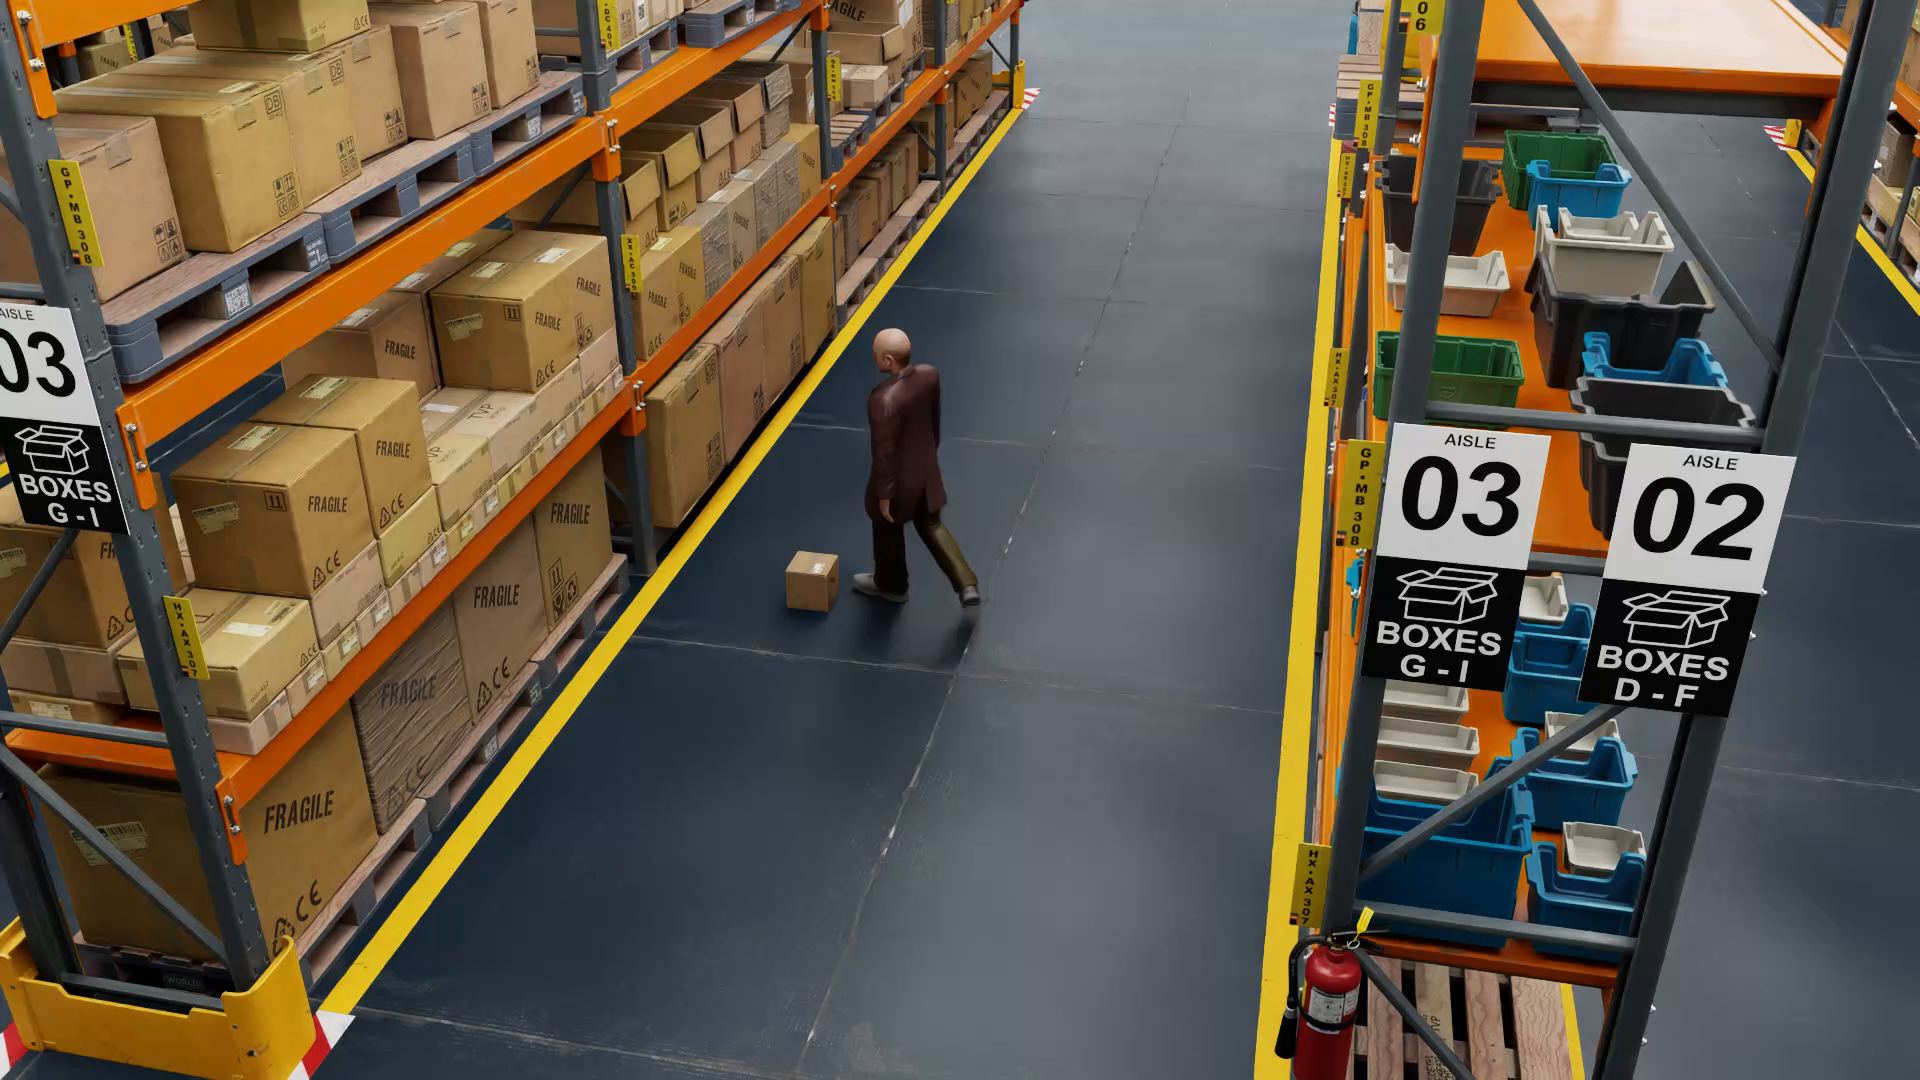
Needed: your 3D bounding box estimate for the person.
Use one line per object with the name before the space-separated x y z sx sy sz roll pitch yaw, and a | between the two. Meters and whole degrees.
person | -0.264 -0.365 9.311 0.934 1.763 0.652 21 35 33
